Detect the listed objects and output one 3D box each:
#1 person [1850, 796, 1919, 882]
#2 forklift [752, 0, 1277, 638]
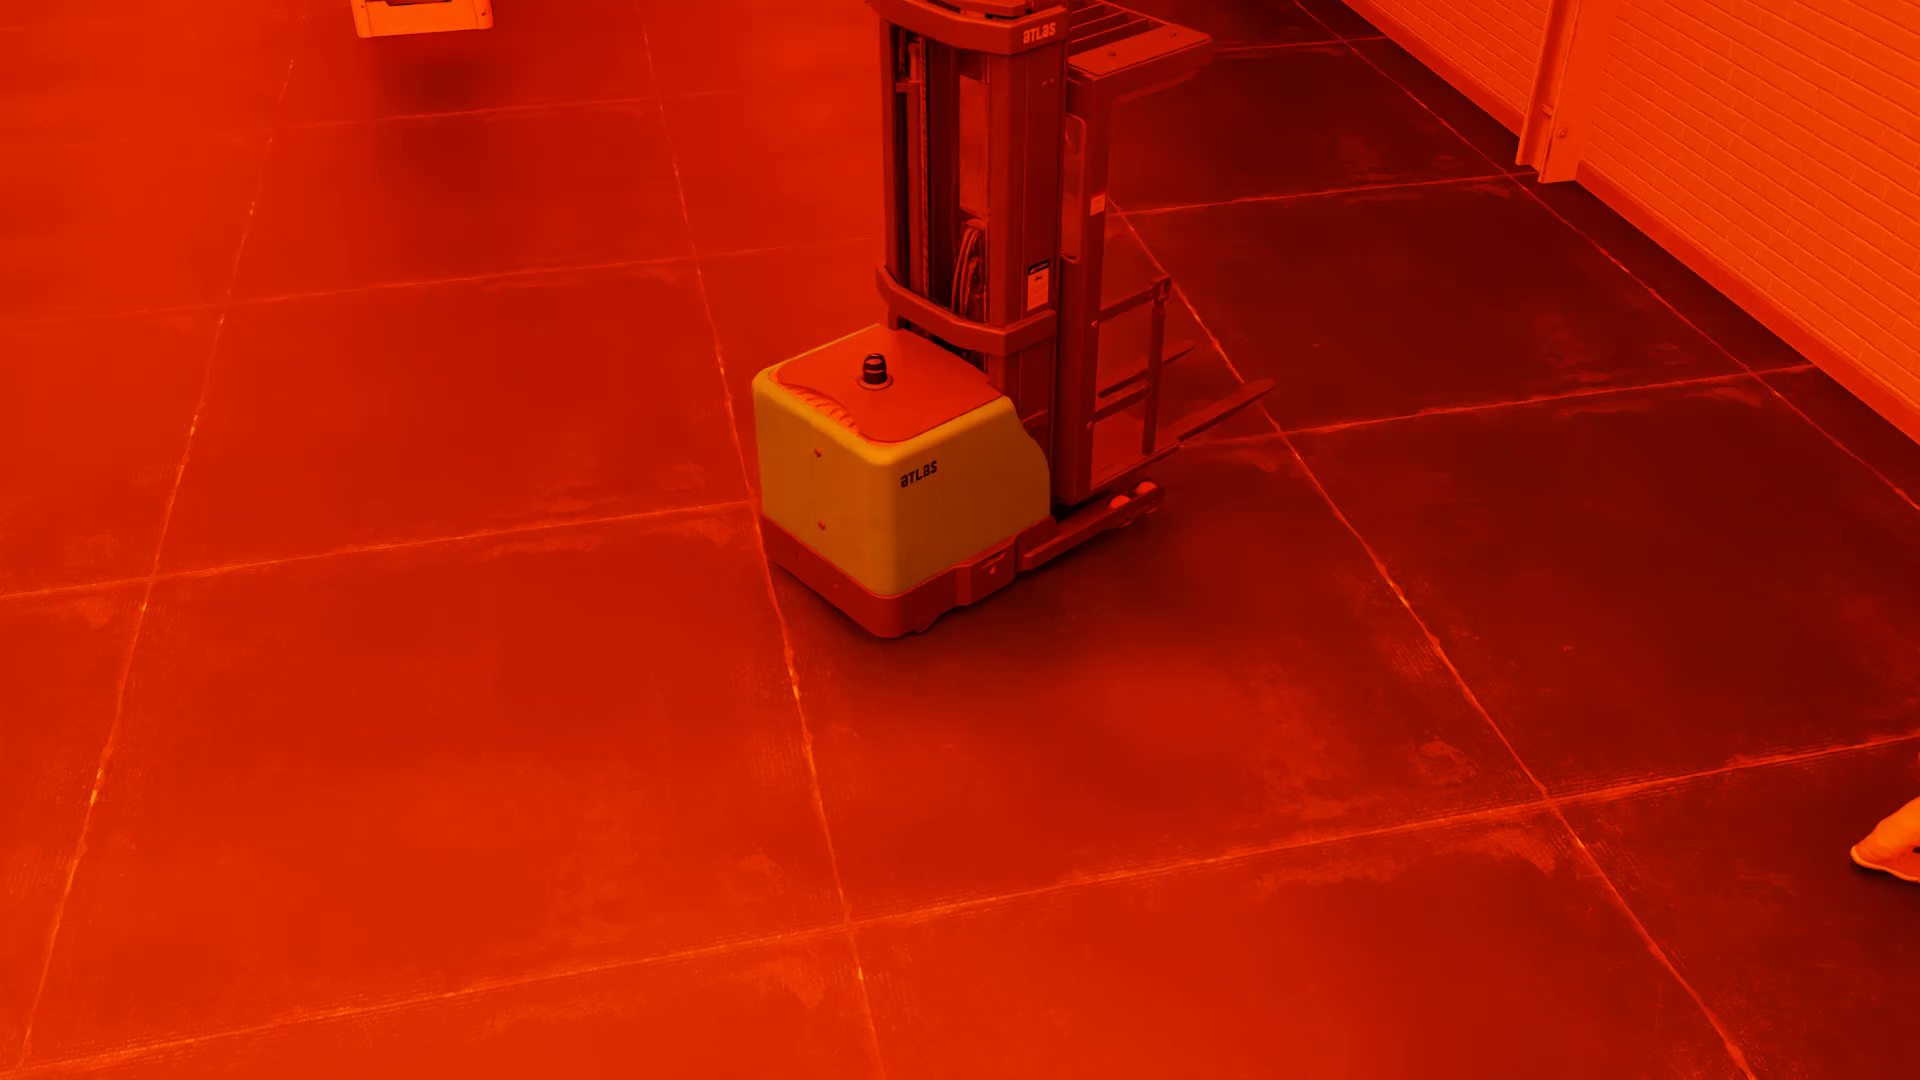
[{"bbox_3d":[3.910,0.907,6.052,0.526,1.648,1.017,-10,37,-14],"label":"person"},{"bbox_3d":[0.442,-1.459,8.078,3.031,2.935,1.130,-27,44,-33],"label":"forklift"}]
